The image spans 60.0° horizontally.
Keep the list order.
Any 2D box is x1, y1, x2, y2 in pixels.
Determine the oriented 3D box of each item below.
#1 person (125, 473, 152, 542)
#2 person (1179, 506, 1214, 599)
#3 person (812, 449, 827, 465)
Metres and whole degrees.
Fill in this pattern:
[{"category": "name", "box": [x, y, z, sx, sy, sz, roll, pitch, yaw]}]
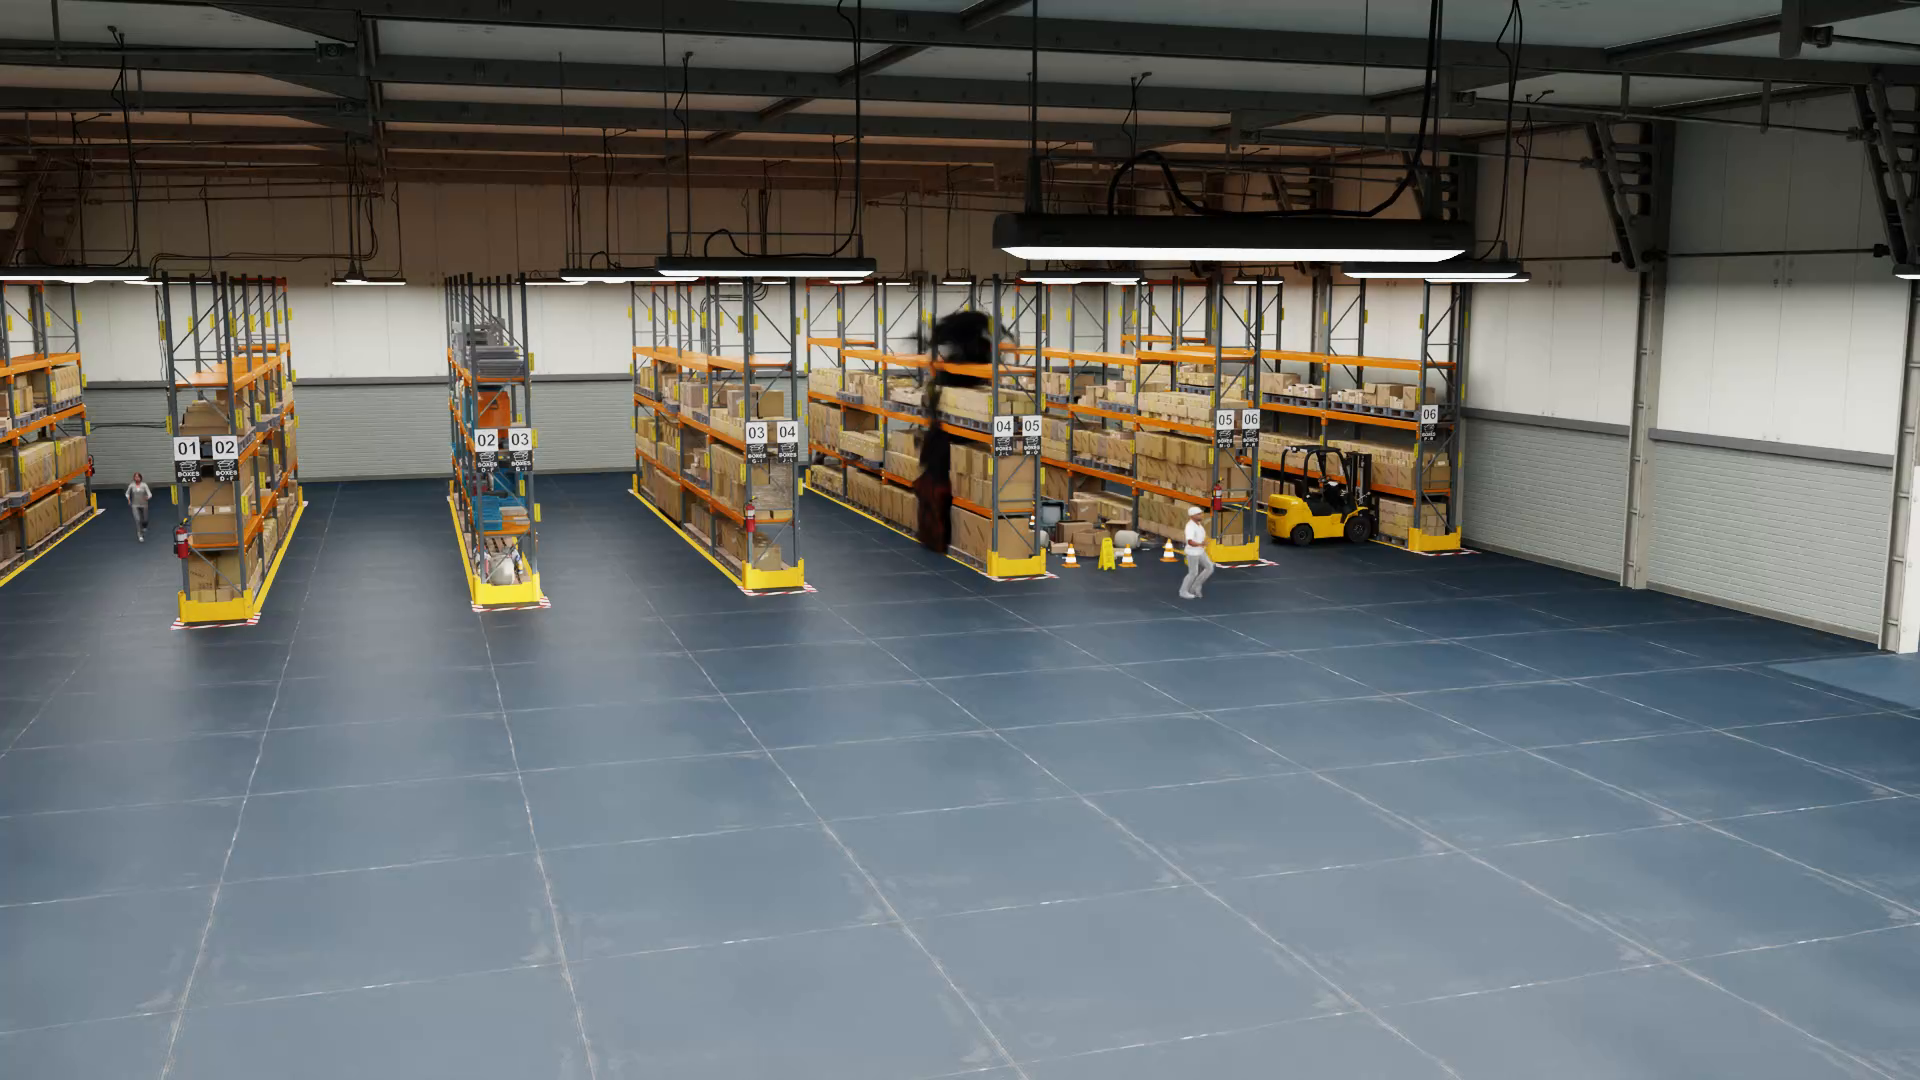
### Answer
[{"category": "person", "box": [-18.714, -0.757, 37.909, 0.546, 1.560, 0.733, -4, 10, -27]}, {"category": "person", "box": [4.354, 0.239, 30.735, 0.644, 1.744, 0.678, 5, 10, 31]}, {"category": "person", "box": [-4.191, -2.582, 49.791, 0.607, 1.635, 0.783, 0, 9, 0]}]
